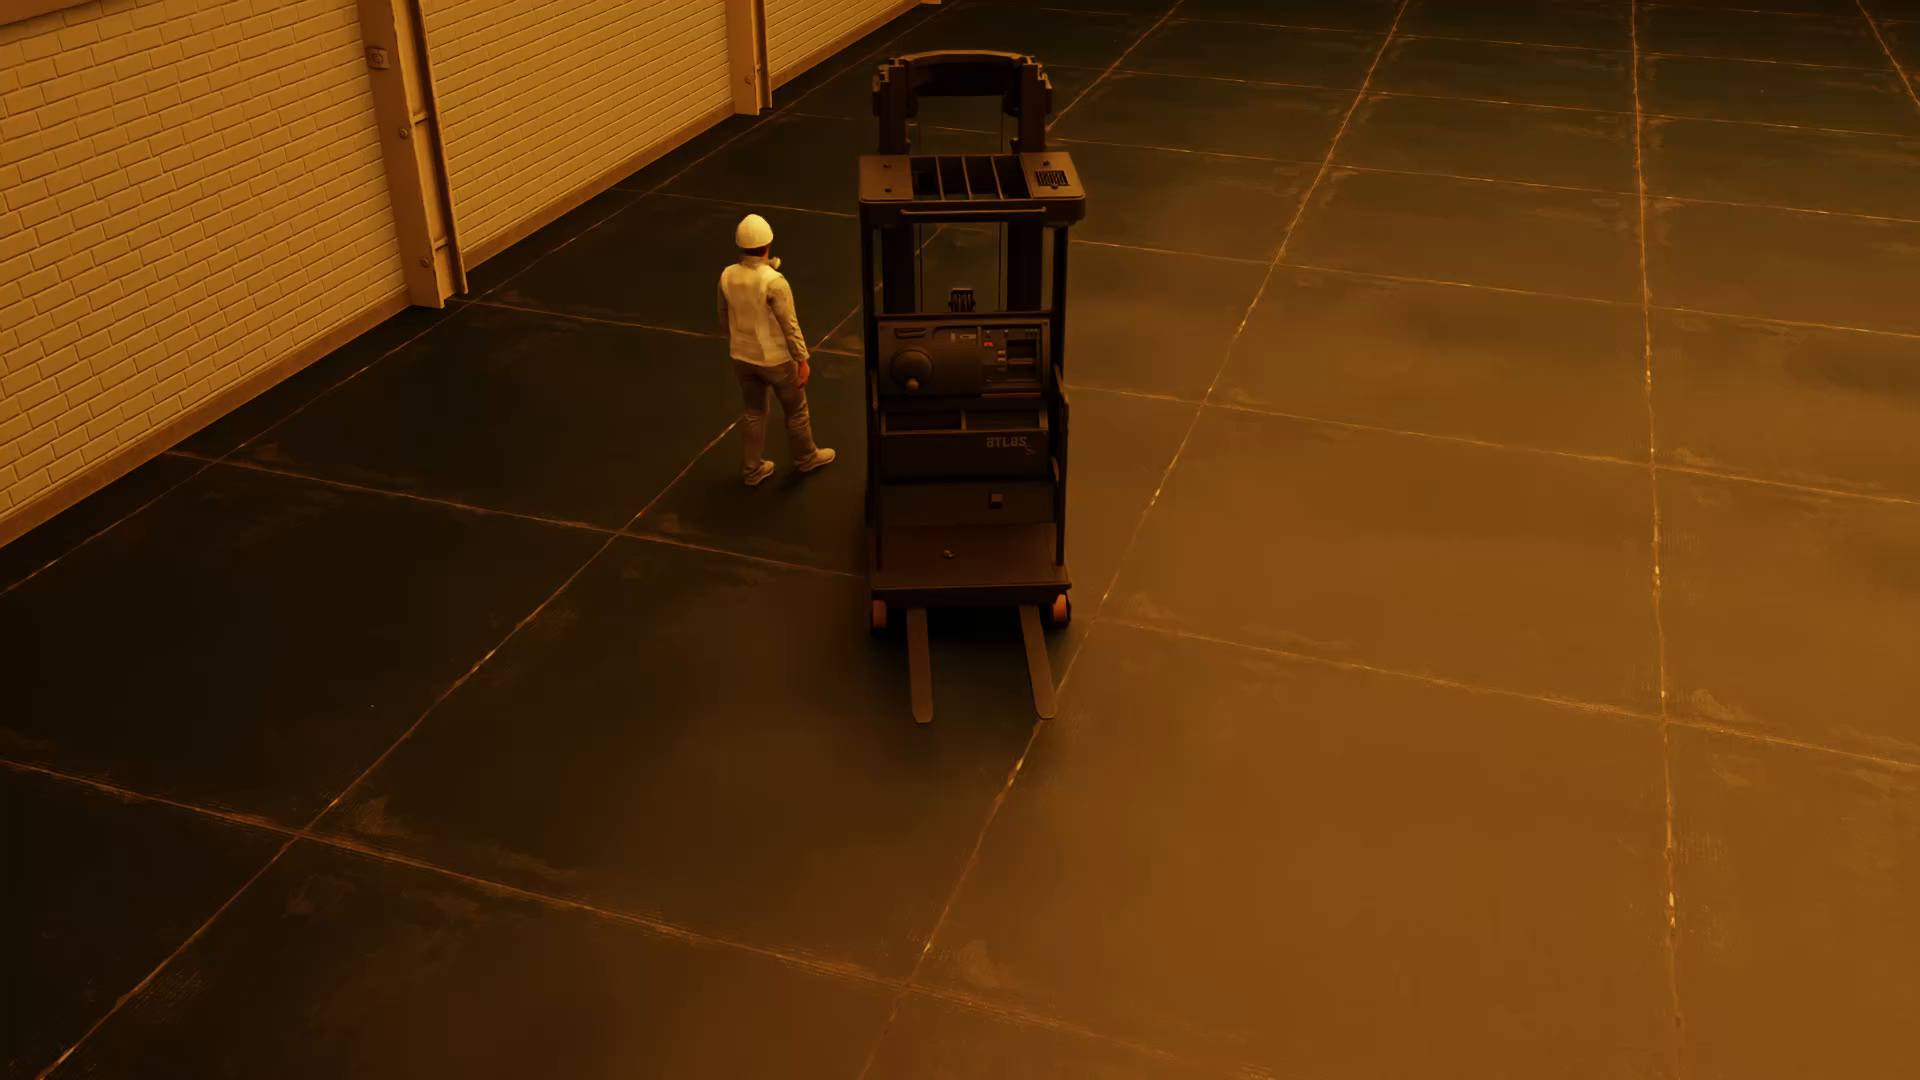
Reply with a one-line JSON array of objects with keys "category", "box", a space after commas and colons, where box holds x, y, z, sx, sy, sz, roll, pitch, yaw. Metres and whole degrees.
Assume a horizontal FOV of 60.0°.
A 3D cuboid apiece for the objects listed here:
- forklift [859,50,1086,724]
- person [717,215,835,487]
[{"category": "forklift", "box": [0.037, -0.948, 8.799, 1.130, 2.935, 3.031, -2, 30, -3]}, {"category": "person", "box": [-1.163, -1.218, 10.462, 0.694, 1.760, 0.646, 15, 33, 25]}]
